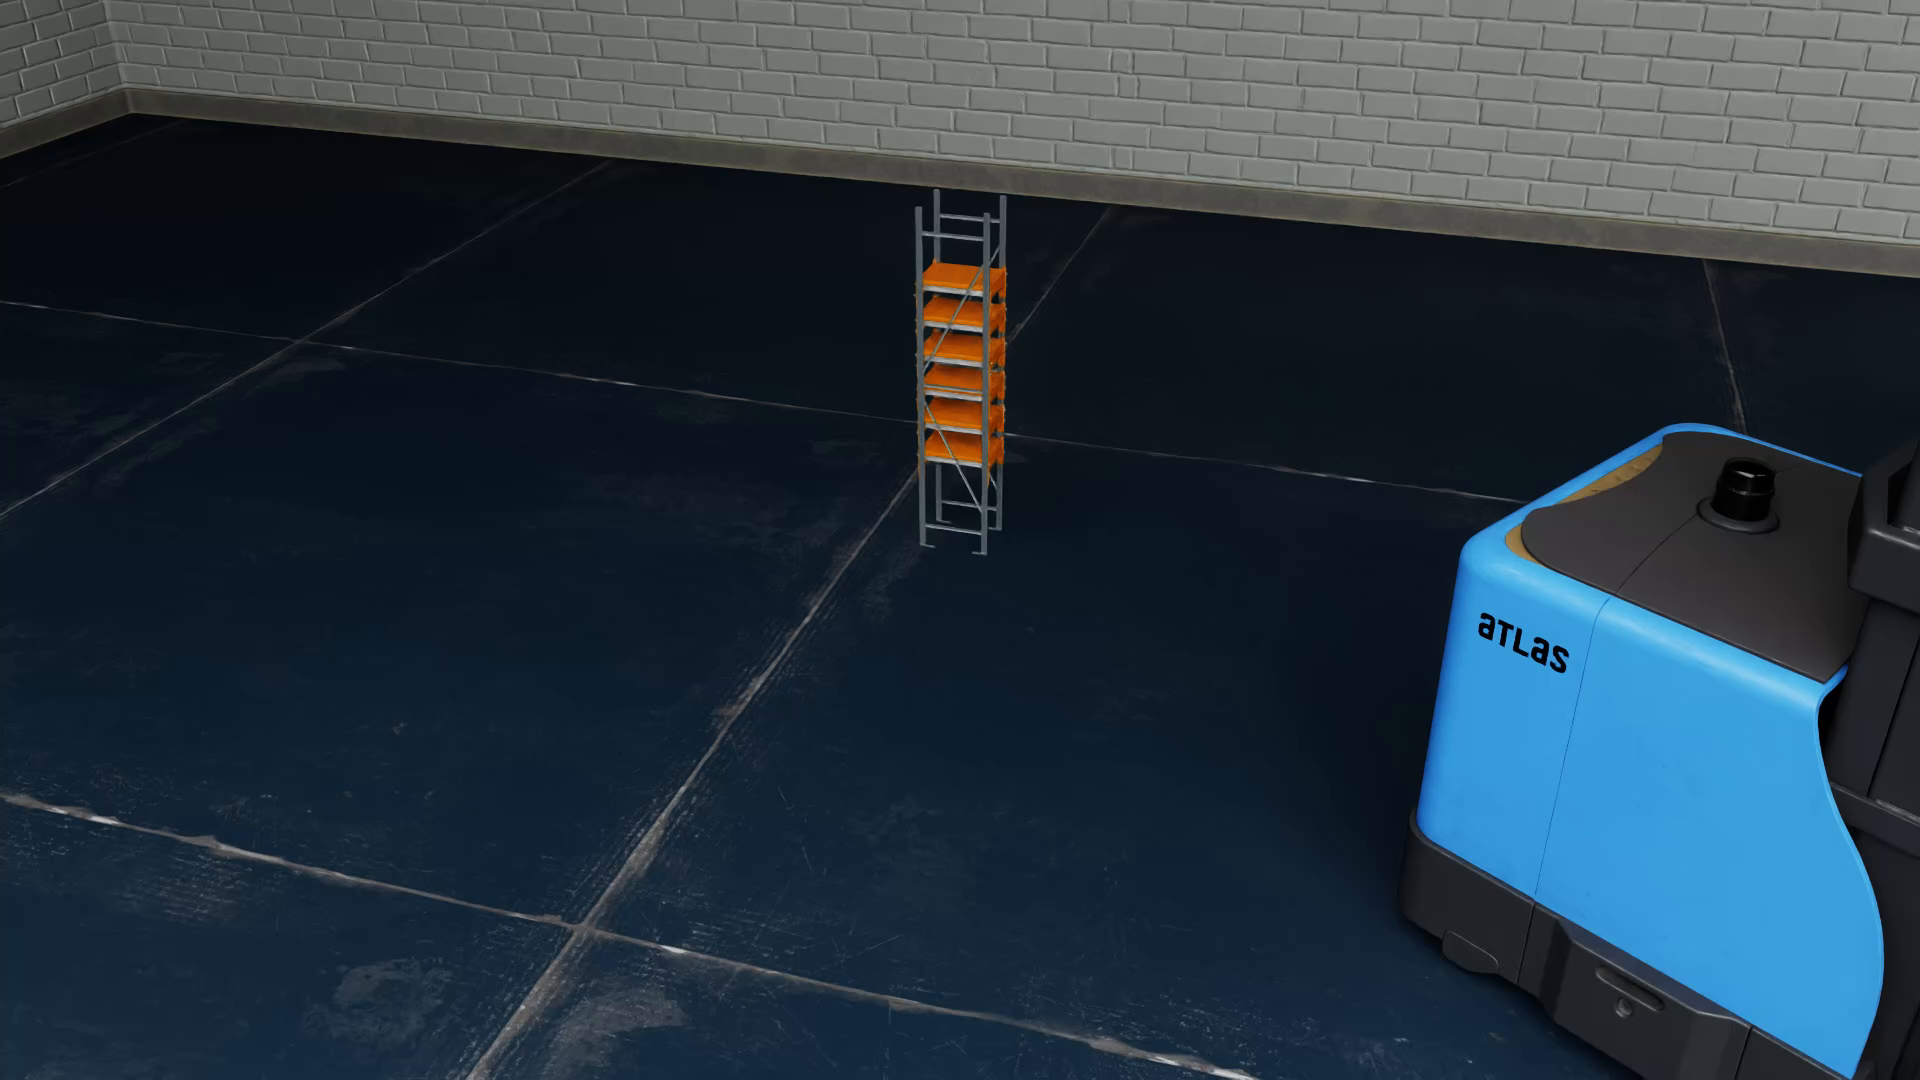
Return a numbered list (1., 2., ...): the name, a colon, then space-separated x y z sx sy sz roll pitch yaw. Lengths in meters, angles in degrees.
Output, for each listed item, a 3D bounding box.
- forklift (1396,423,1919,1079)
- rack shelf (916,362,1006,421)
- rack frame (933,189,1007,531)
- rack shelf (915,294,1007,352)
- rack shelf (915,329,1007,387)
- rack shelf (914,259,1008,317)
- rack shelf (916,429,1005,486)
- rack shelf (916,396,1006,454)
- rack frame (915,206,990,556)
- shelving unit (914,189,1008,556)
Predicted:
1. forklift: 2.411 0.039 2.666 1.130 2.935 3.031 -23 37 -35
2. rack shelf: 0.004 -0.492 5.492 0.258 0.103 0.180 8 30 15
3. rack frame: 0.031 -0.574 5.547 0.240 1.200 0.006 8 30 15
4. rack shelf: 0.004 -0.702 5.375 0.258 0.103 0.180 8 30 15
5. rack shelf: 0.004 -0.597 5.434 0.258 0.103 0.180 8 30 15
6. rack shelf: 0.004 -0.807 5.317 0.258 0.103 0.180 8 30 15
7. rack shelf: 0.004 -0.282 5.609 0.258 0.103 0.180 8 30 15
8. rack shelf: 0.004 -0.387 5.550 0.258 0.103 0.180 8 30 15
9. rack frame: -0.023 -0.489 5.394 0.240 1.200 0.006 8 30 15
10. shelving unit: 0.004 -0.531 5.470 0.258 1.200 0.189 8 30 15
